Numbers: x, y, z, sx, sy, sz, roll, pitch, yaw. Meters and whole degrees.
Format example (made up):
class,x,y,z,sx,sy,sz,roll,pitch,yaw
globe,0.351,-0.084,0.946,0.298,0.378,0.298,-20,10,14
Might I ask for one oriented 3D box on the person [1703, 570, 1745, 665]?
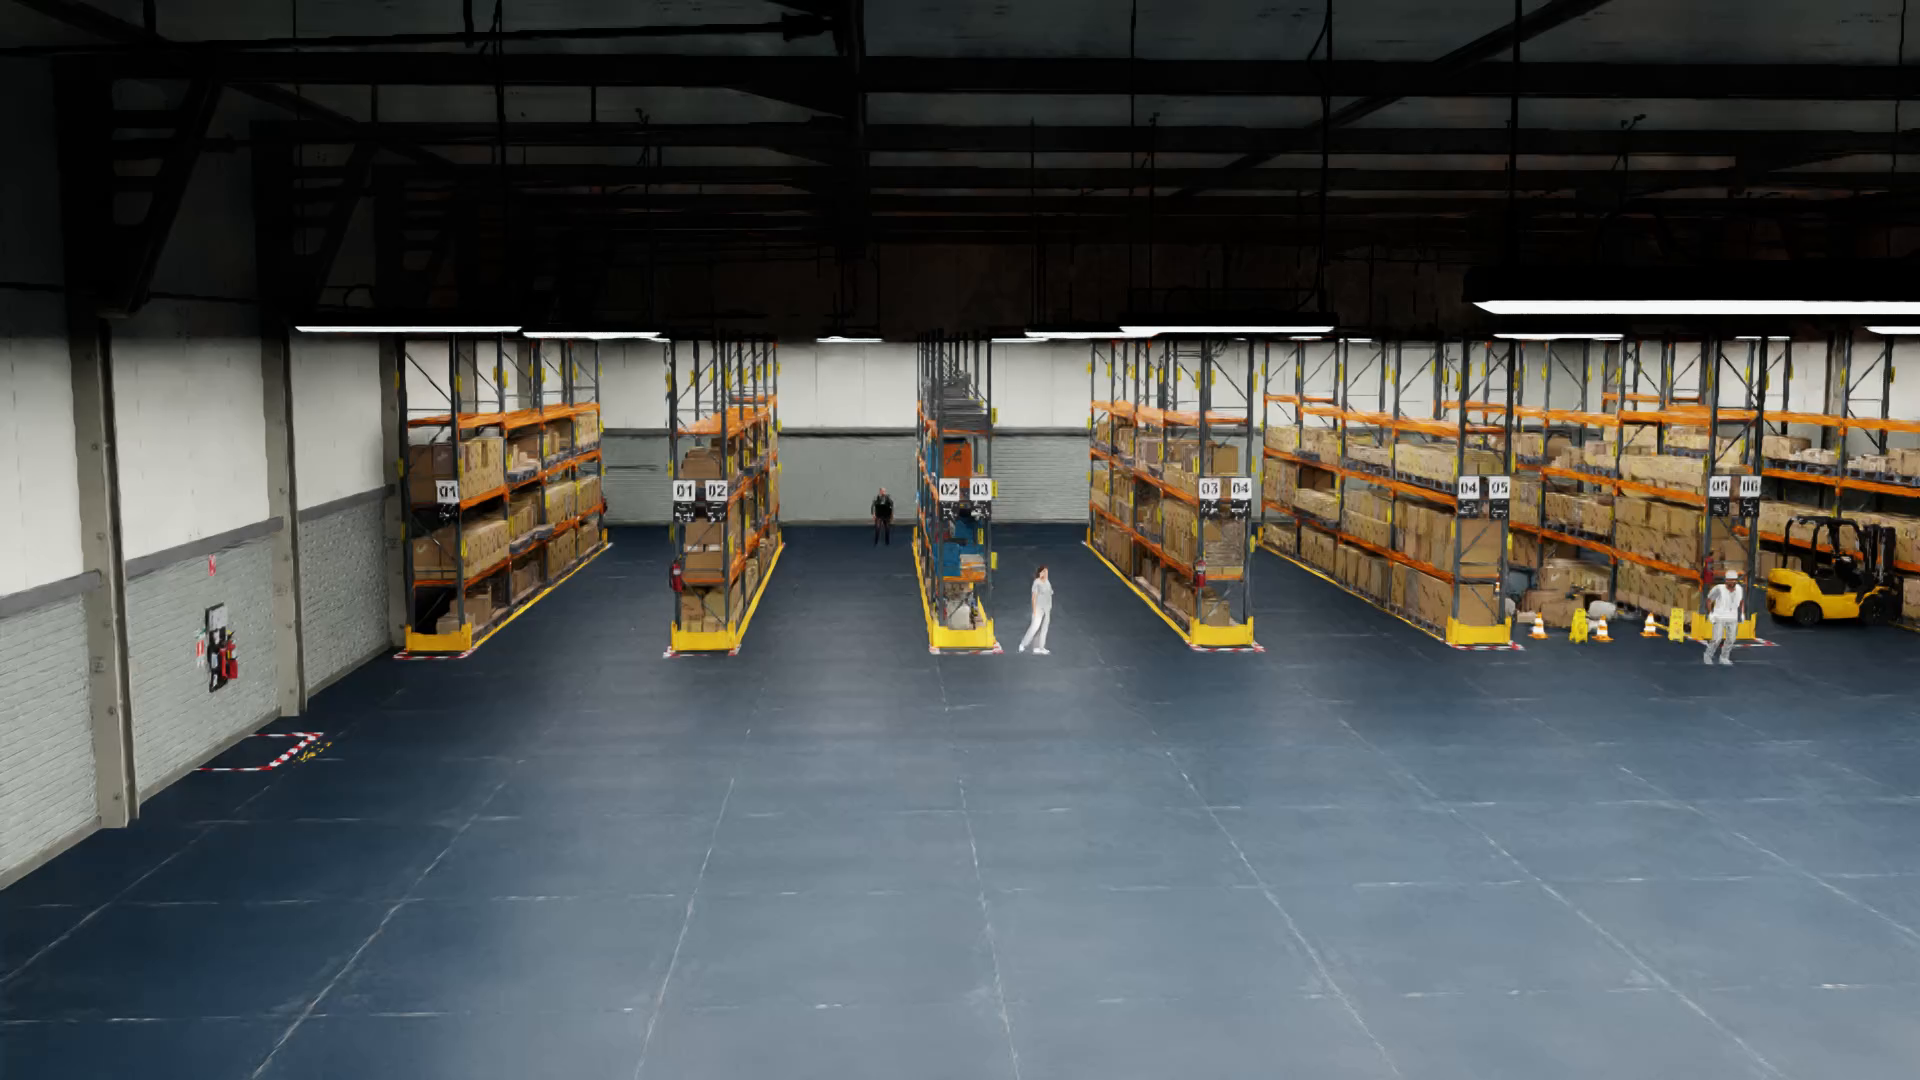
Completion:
class,x,y,z,sx,sy,sz,roll,pitch,yaw
person,13.627,1.386,29.611,0.702,1.735,0.549,0,7,-4

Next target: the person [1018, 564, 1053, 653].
class,x,y,z,sx,sy,sz,roll,pitch,yaw
person,1.392,1.278,30.746,0.633,1.664,0.497,-6,9,-43

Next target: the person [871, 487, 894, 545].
class,x,y,z,sx,sy,sz,roll,pitch,yaw
person,-2.205,-0.684,47.398,0.677,1.673,0.530,0,7,-4
